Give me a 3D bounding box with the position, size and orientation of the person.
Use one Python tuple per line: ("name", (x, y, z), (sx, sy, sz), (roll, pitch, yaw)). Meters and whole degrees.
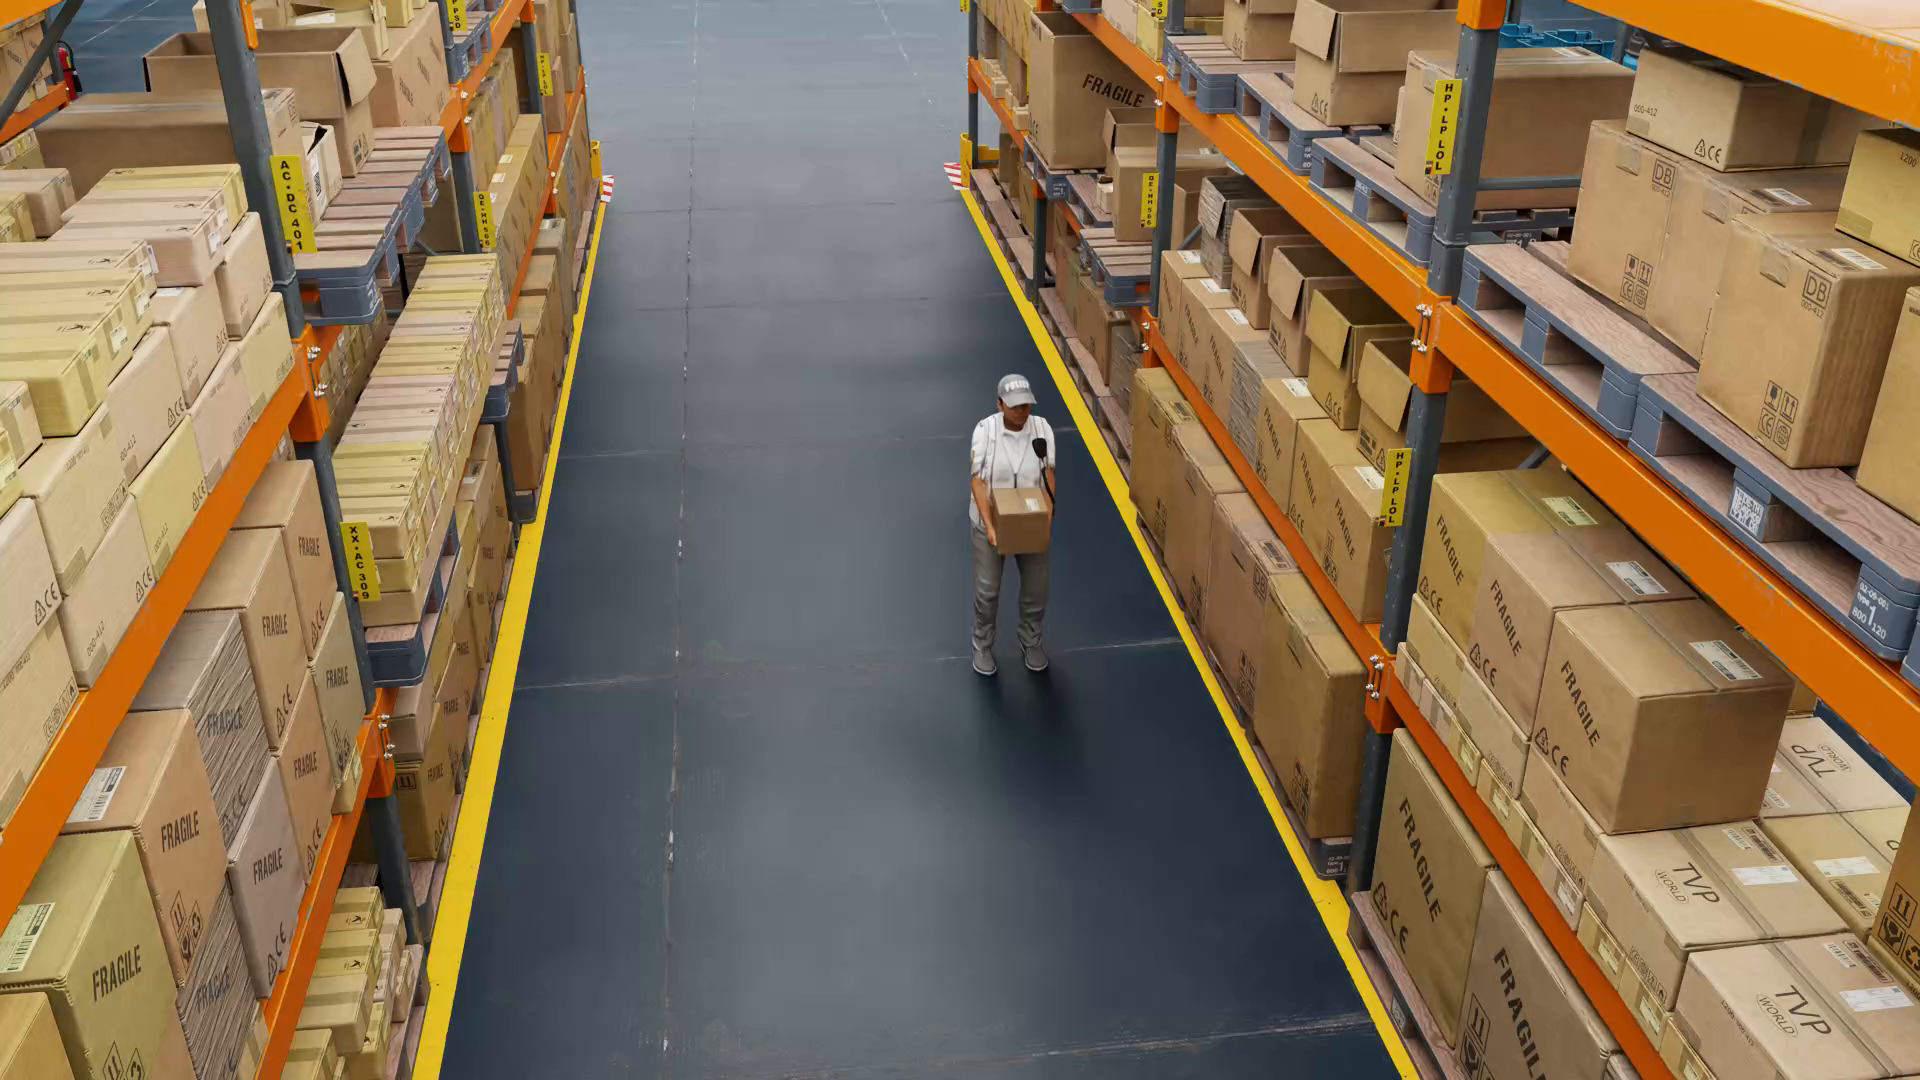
("person", (0.285, -0.050, 8.724), (0.452, 1.662, 0.544), (-4, 28, -7))
